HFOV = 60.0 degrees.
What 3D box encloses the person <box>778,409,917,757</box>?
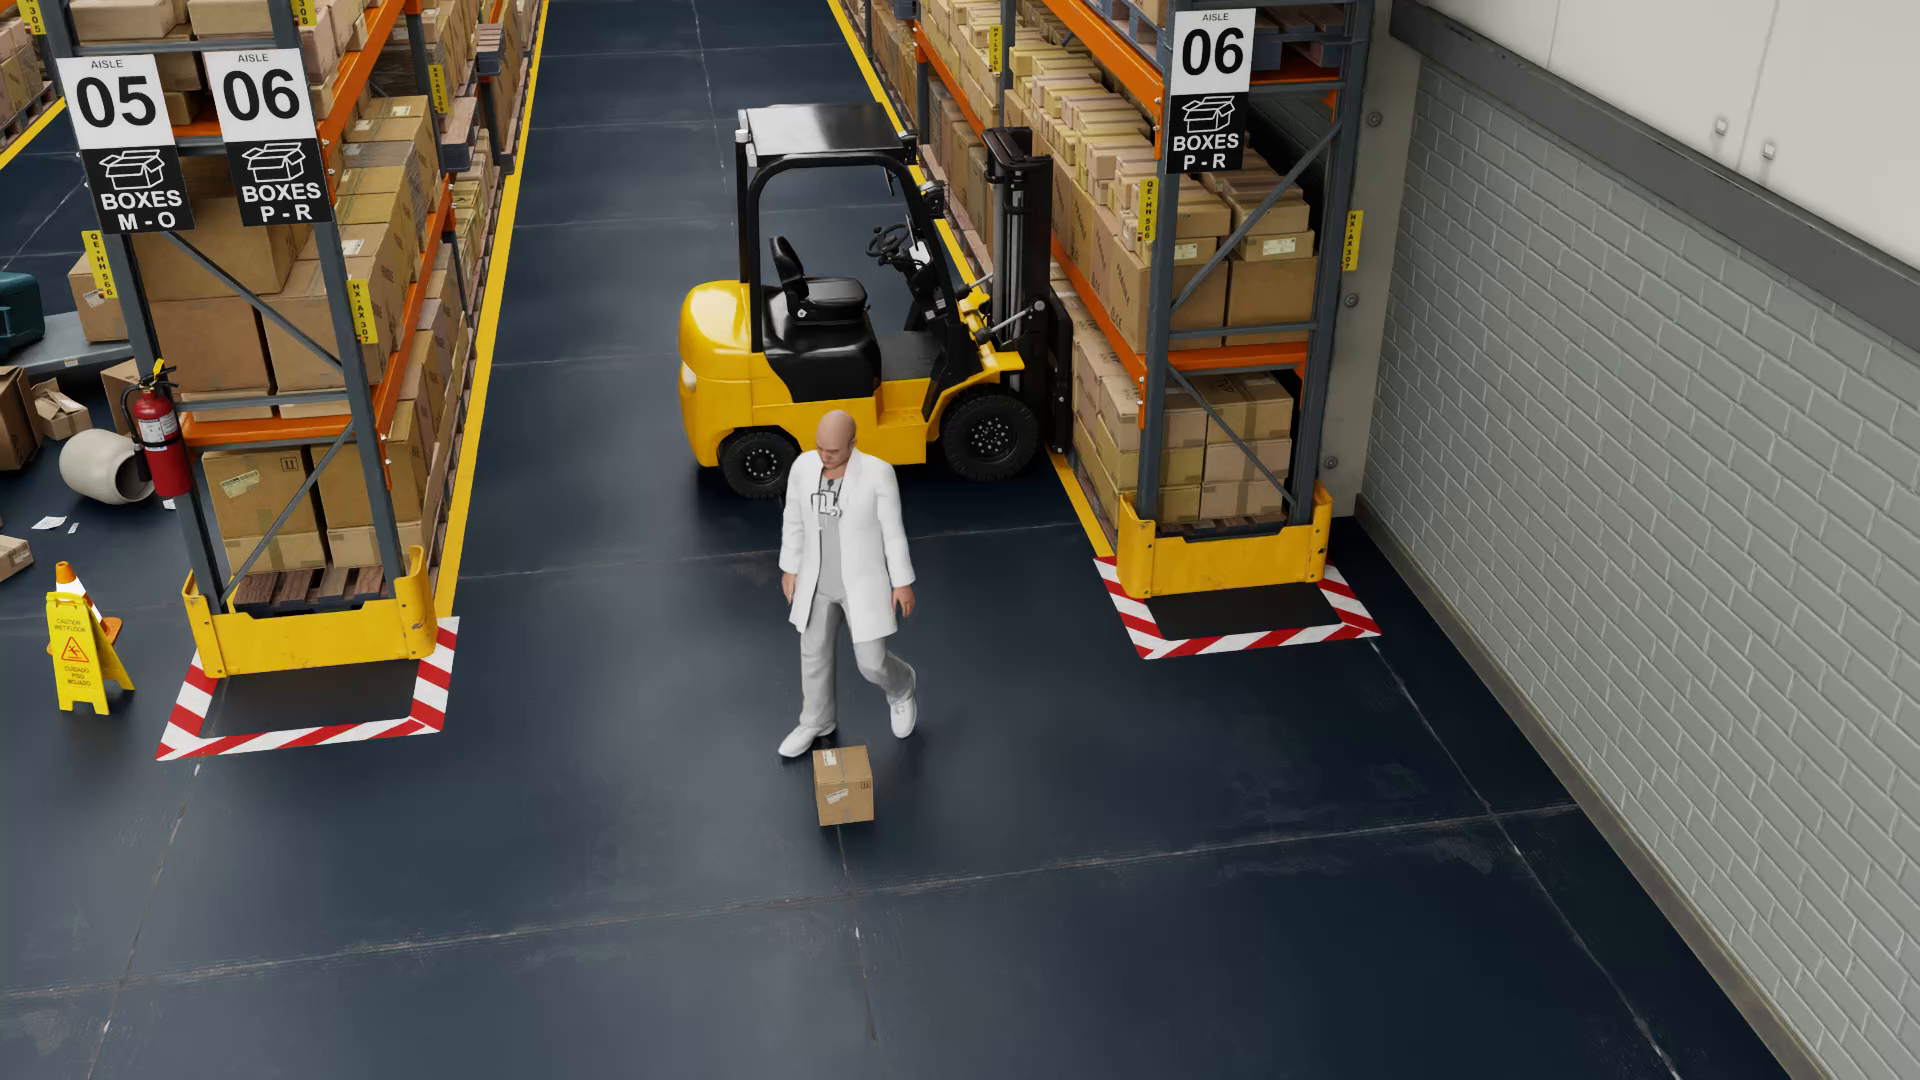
[{"bbox_3d":[-0.546,0.214,7.804,0.677,1.721,0.632,11,32,18],"label":"person"}]
